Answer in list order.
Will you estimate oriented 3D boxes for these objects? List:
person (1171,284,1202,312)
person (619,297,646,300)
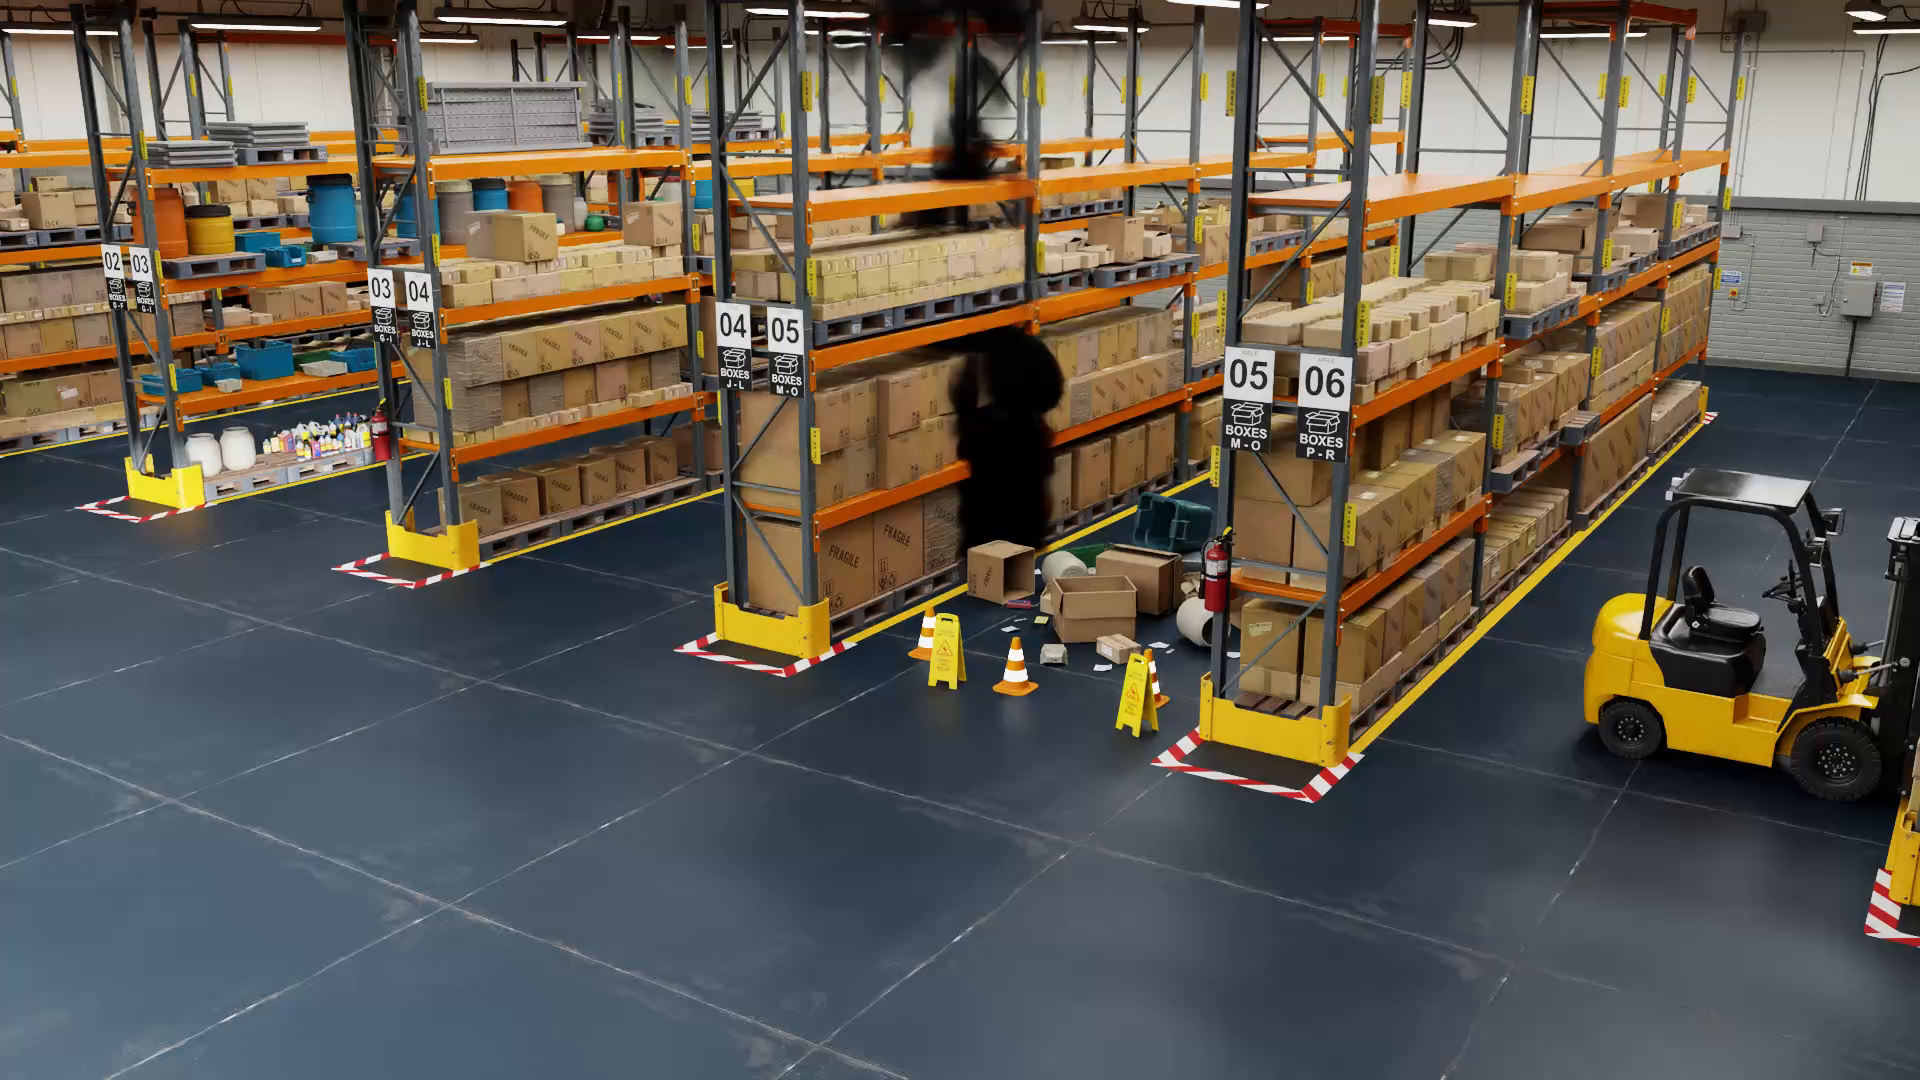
[{"bbox_3d":[4.201,-4.047,30.545,0.706,1.729,0.575,-5,16,-17],"label":"person"},{"bbox_3d":[-6.274,-4.350,31.604,0.679,1.744,0.574,7,17,25],"label":"person"}]
